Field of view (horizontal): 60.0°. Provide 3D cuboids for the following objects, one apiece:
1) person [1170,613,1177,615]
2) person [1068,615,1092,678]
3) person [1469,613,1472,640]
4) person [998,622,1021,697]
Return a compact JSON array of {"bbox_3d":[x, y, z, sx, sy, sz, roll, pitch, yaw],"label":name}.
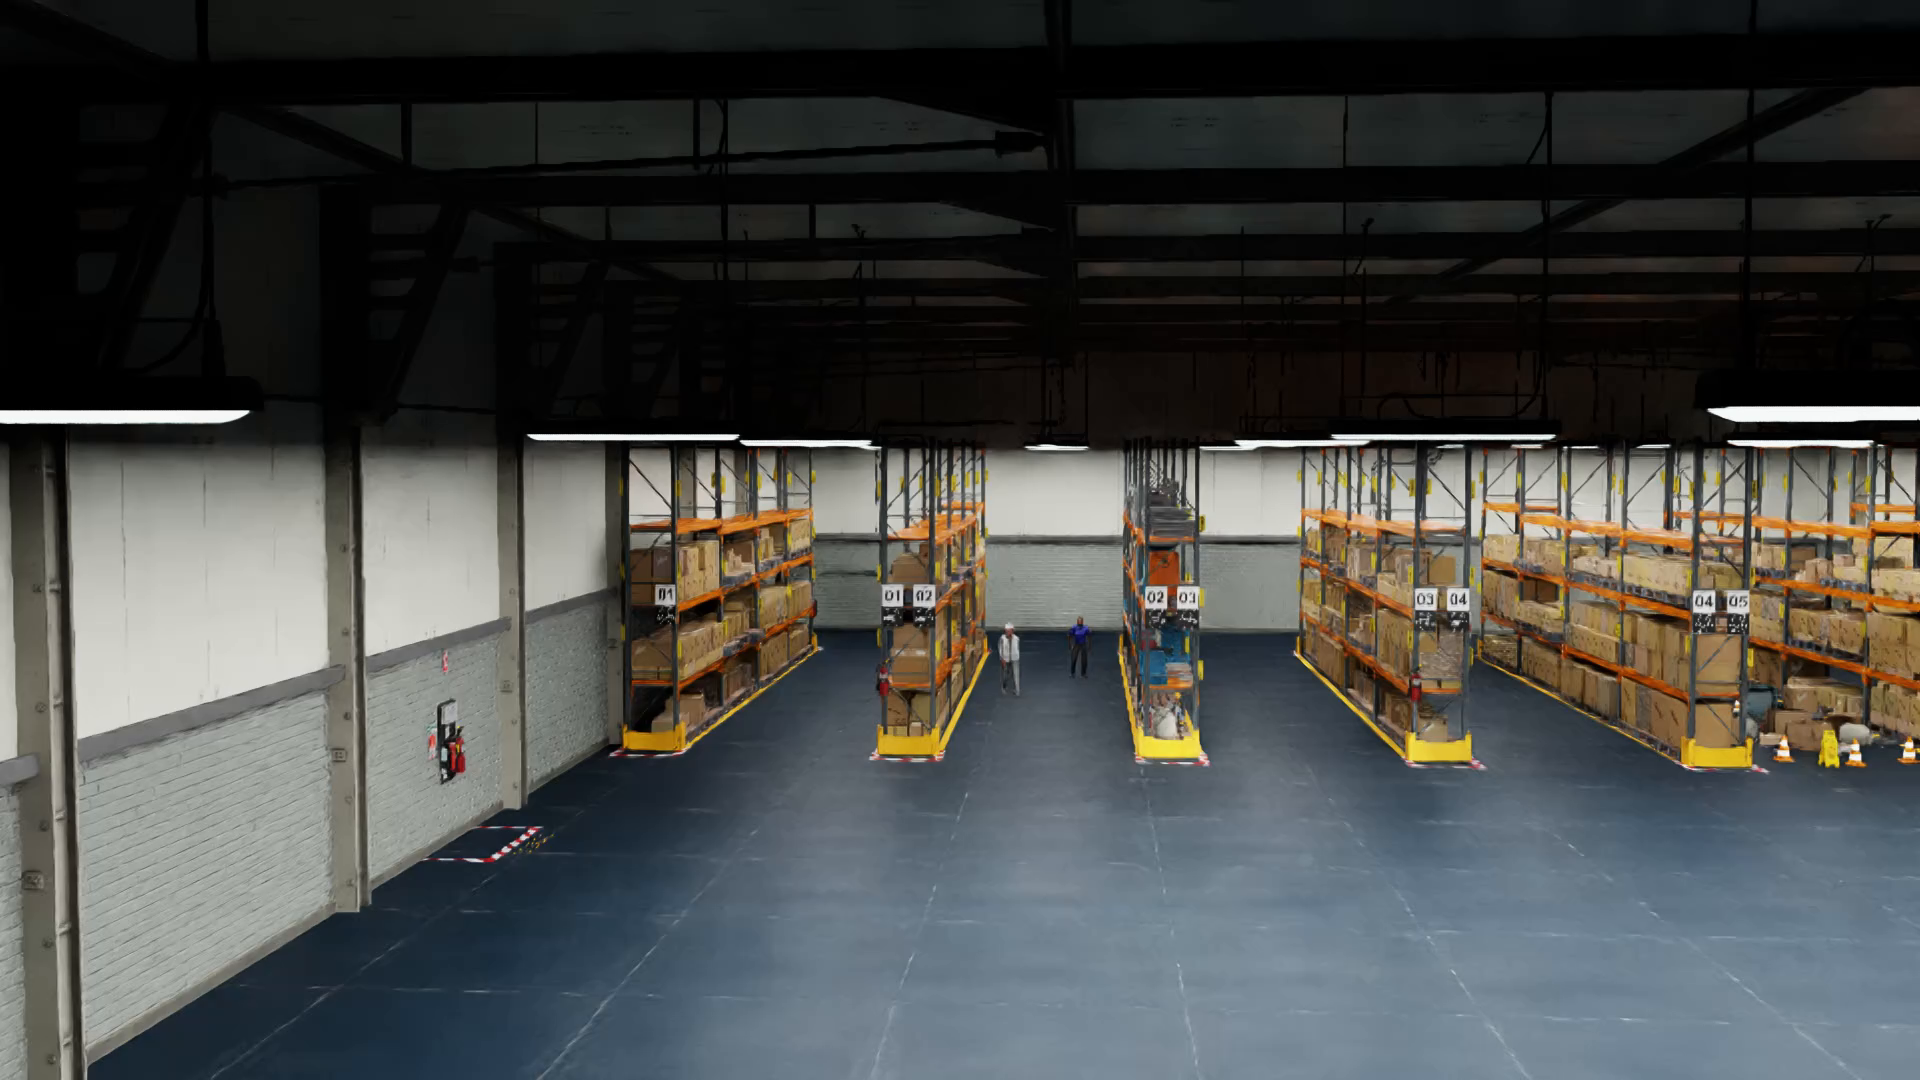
[{"bbox_3d":[6.232,2.242,48.252,0.675,1.663,0.774,-1,3,-17],"label":"person"},{"bbox_3d":[3.015,2.696,41.894,0.592,1.589,0.518,0,3,2],"label":"person"},{"bbox_3d":[13.381,2.482,44.406,0.561,1.707,1.127,0,3,2],"label":"person"},{"bbox_3d":[1.147,2.779,38.834,0.538,1.715,1.026,0,3,-4],"label":"person"}]
